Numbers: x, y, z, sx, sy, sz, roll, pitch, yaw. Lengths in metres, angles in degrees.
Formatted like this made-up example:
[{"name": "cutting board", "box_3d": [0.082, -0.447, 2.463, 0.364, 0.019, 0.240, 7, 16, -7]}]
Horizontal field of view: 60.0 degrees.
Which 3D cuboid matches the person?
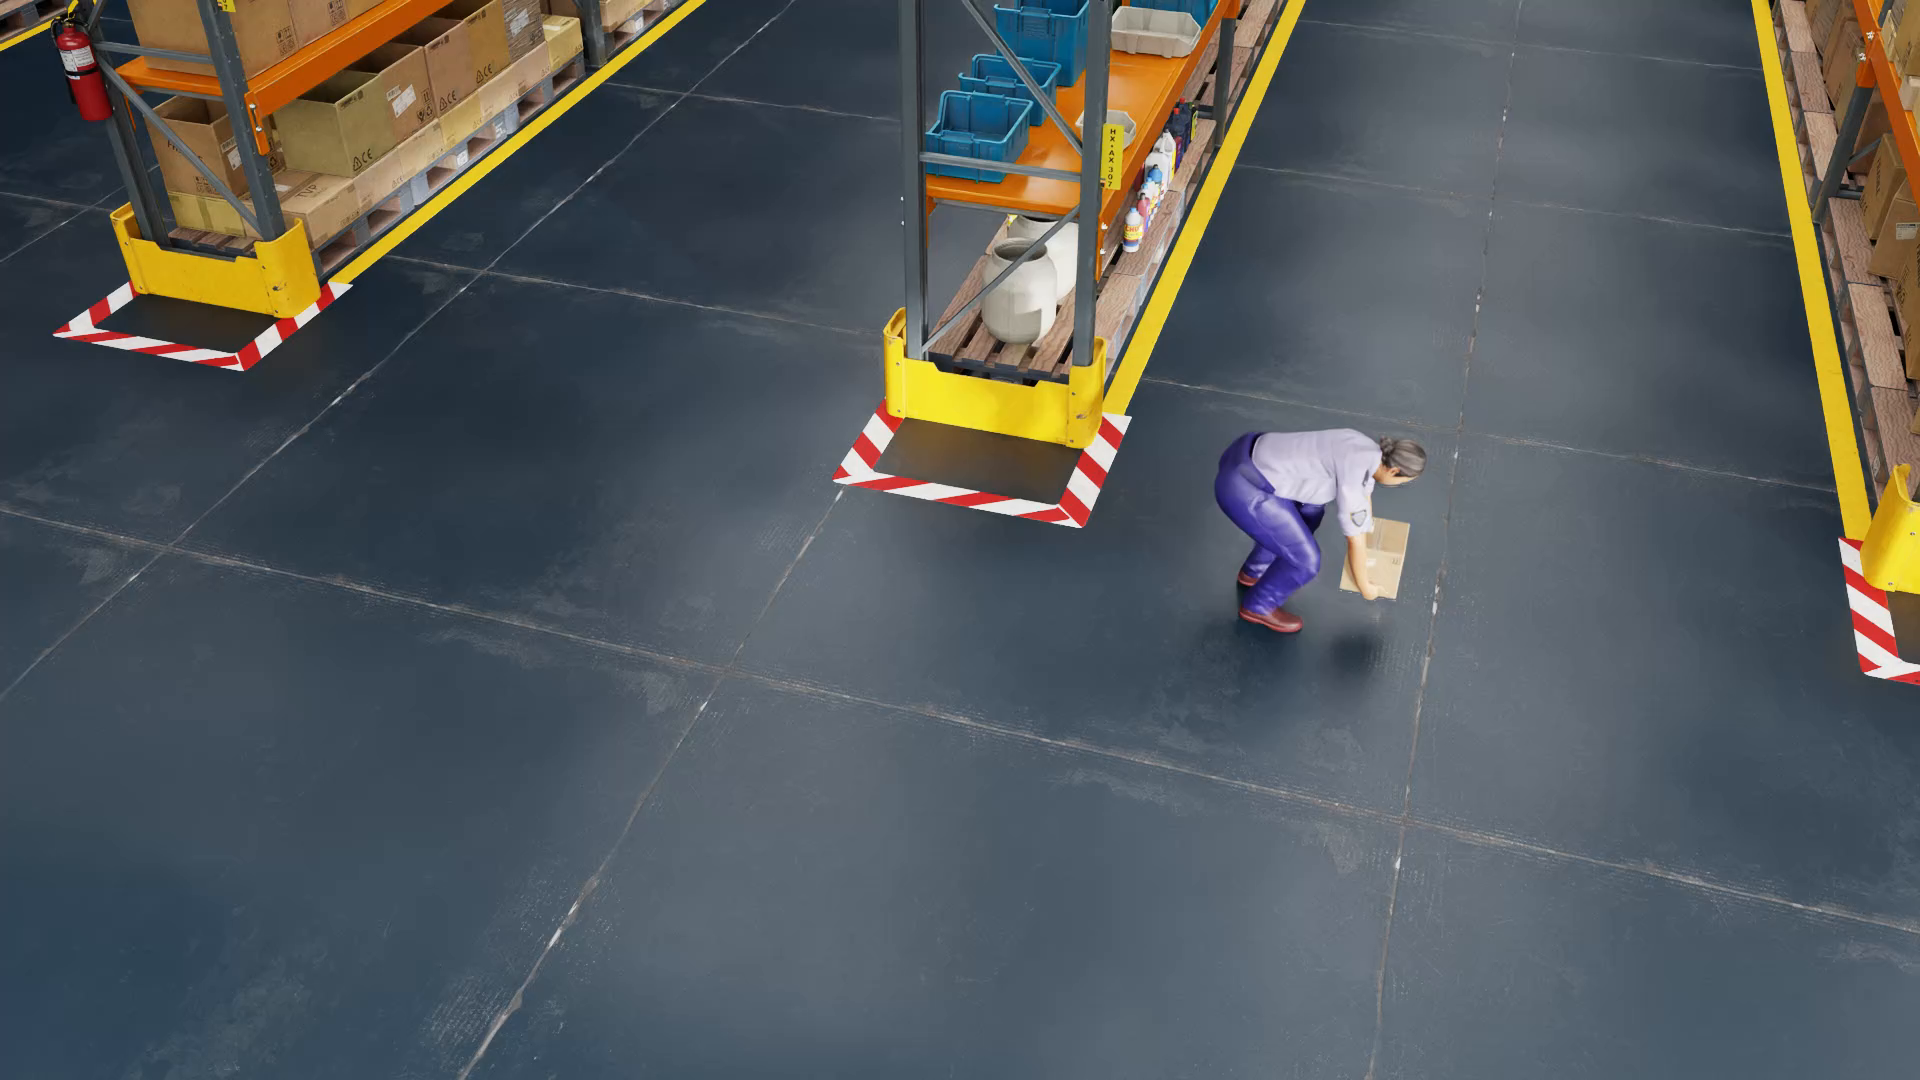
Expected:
[{"name": "person", "box_3d": [1.588, -0.080, 7.534, 0.892, 1.014, 0.506, 9, 38, 12]}]
